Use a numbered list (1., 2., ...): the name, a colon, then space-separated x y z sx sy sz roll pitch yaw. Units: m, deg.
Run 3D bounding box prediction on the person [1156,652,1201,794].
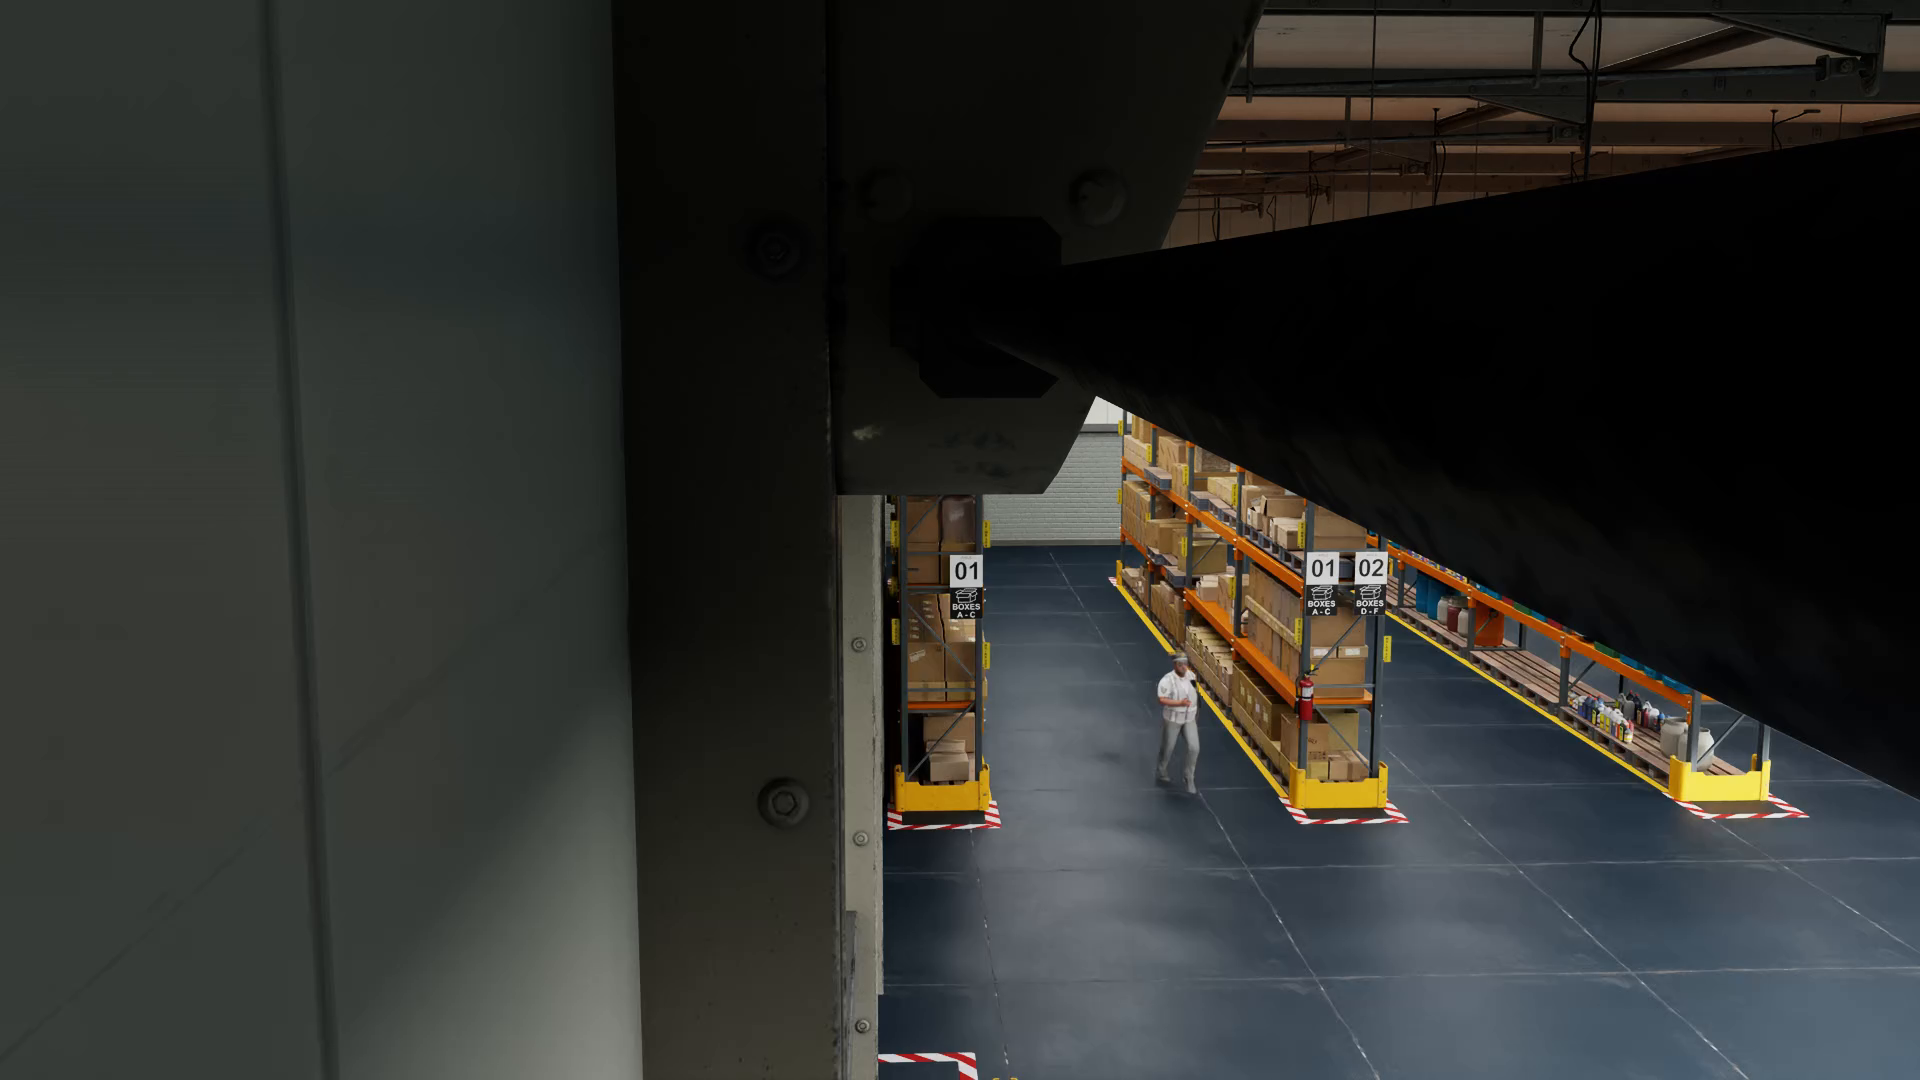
1. person: 2.814 2.327 21.355 0.650 1.848 0.869 -3 9 -19
